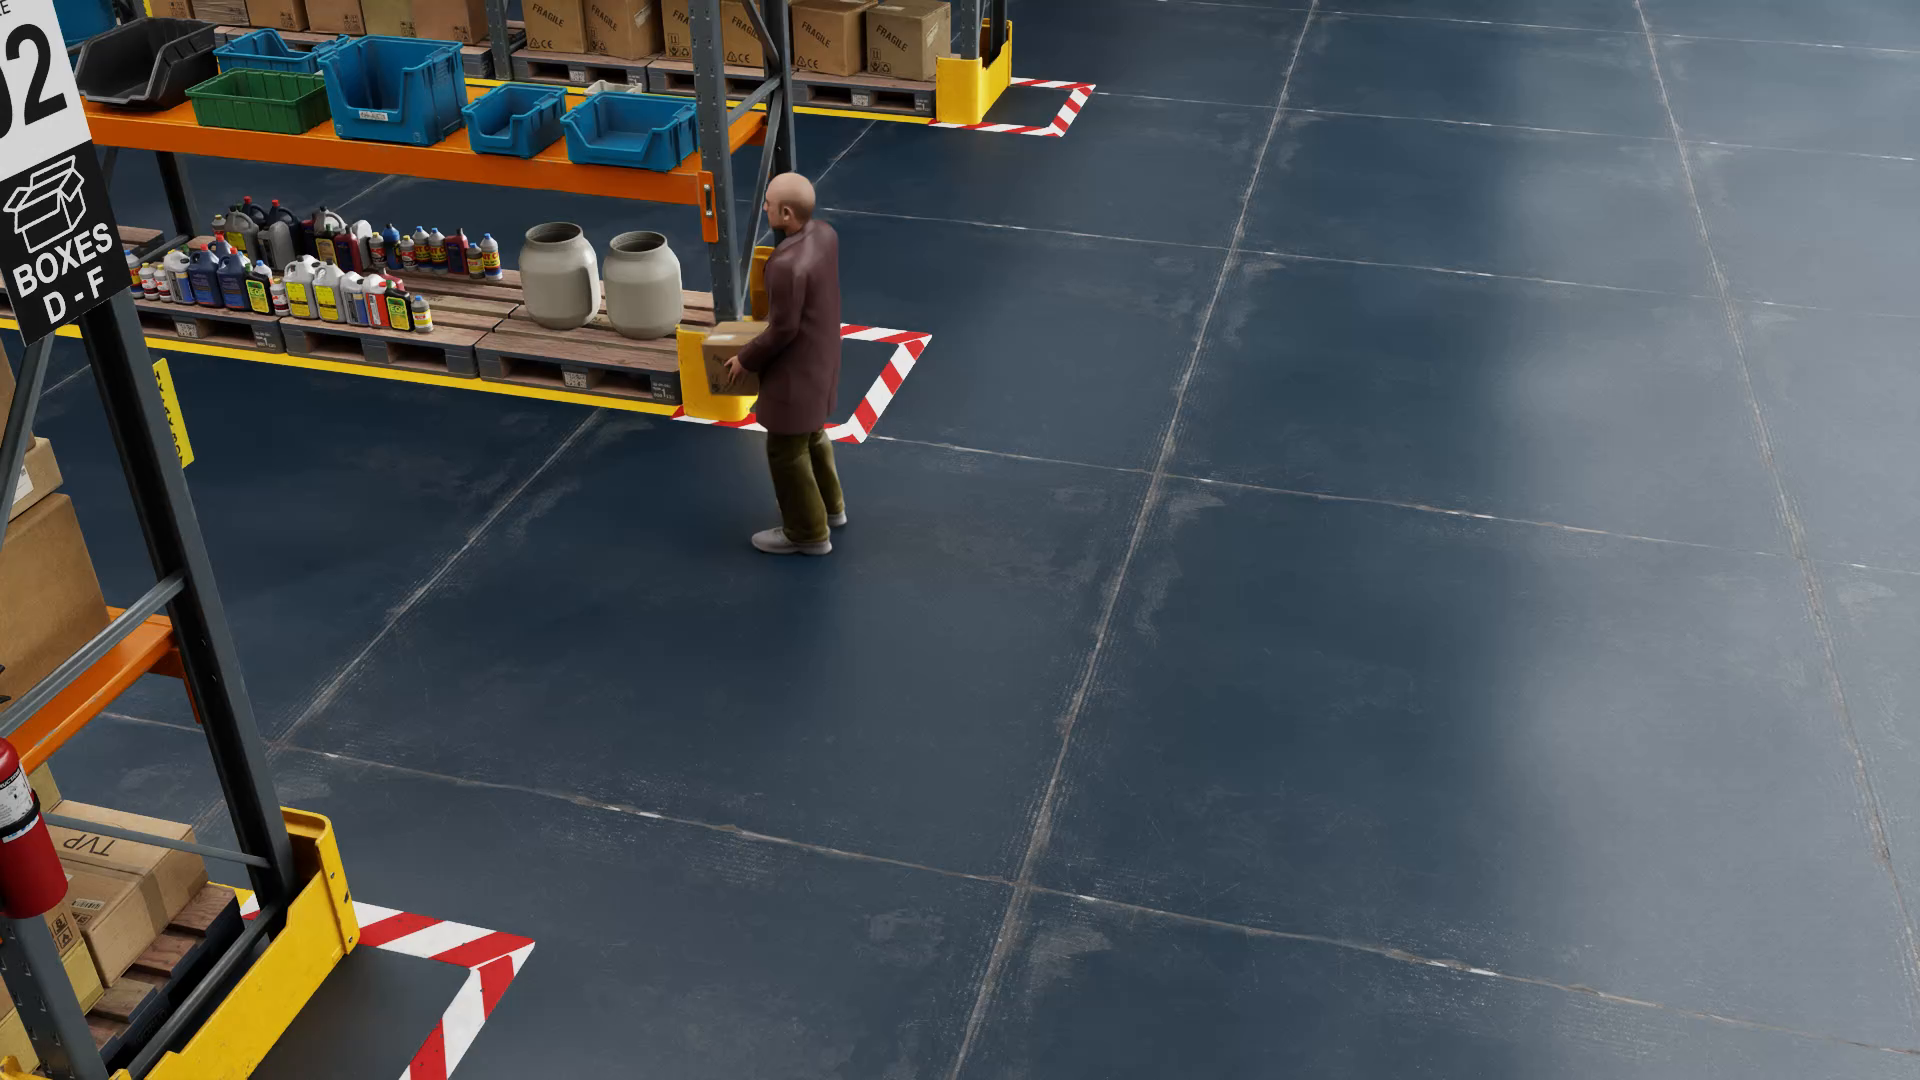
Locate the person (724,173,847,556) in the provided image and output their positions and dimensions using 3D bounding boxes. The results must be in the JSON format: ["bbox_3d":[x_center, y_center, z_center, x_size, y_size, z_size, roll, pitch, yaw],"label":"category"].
[{"bbox_3d":[-0.767,-0.775,7.366,0.479,1.782,0.572,8,33,12],"label":"person"}]
